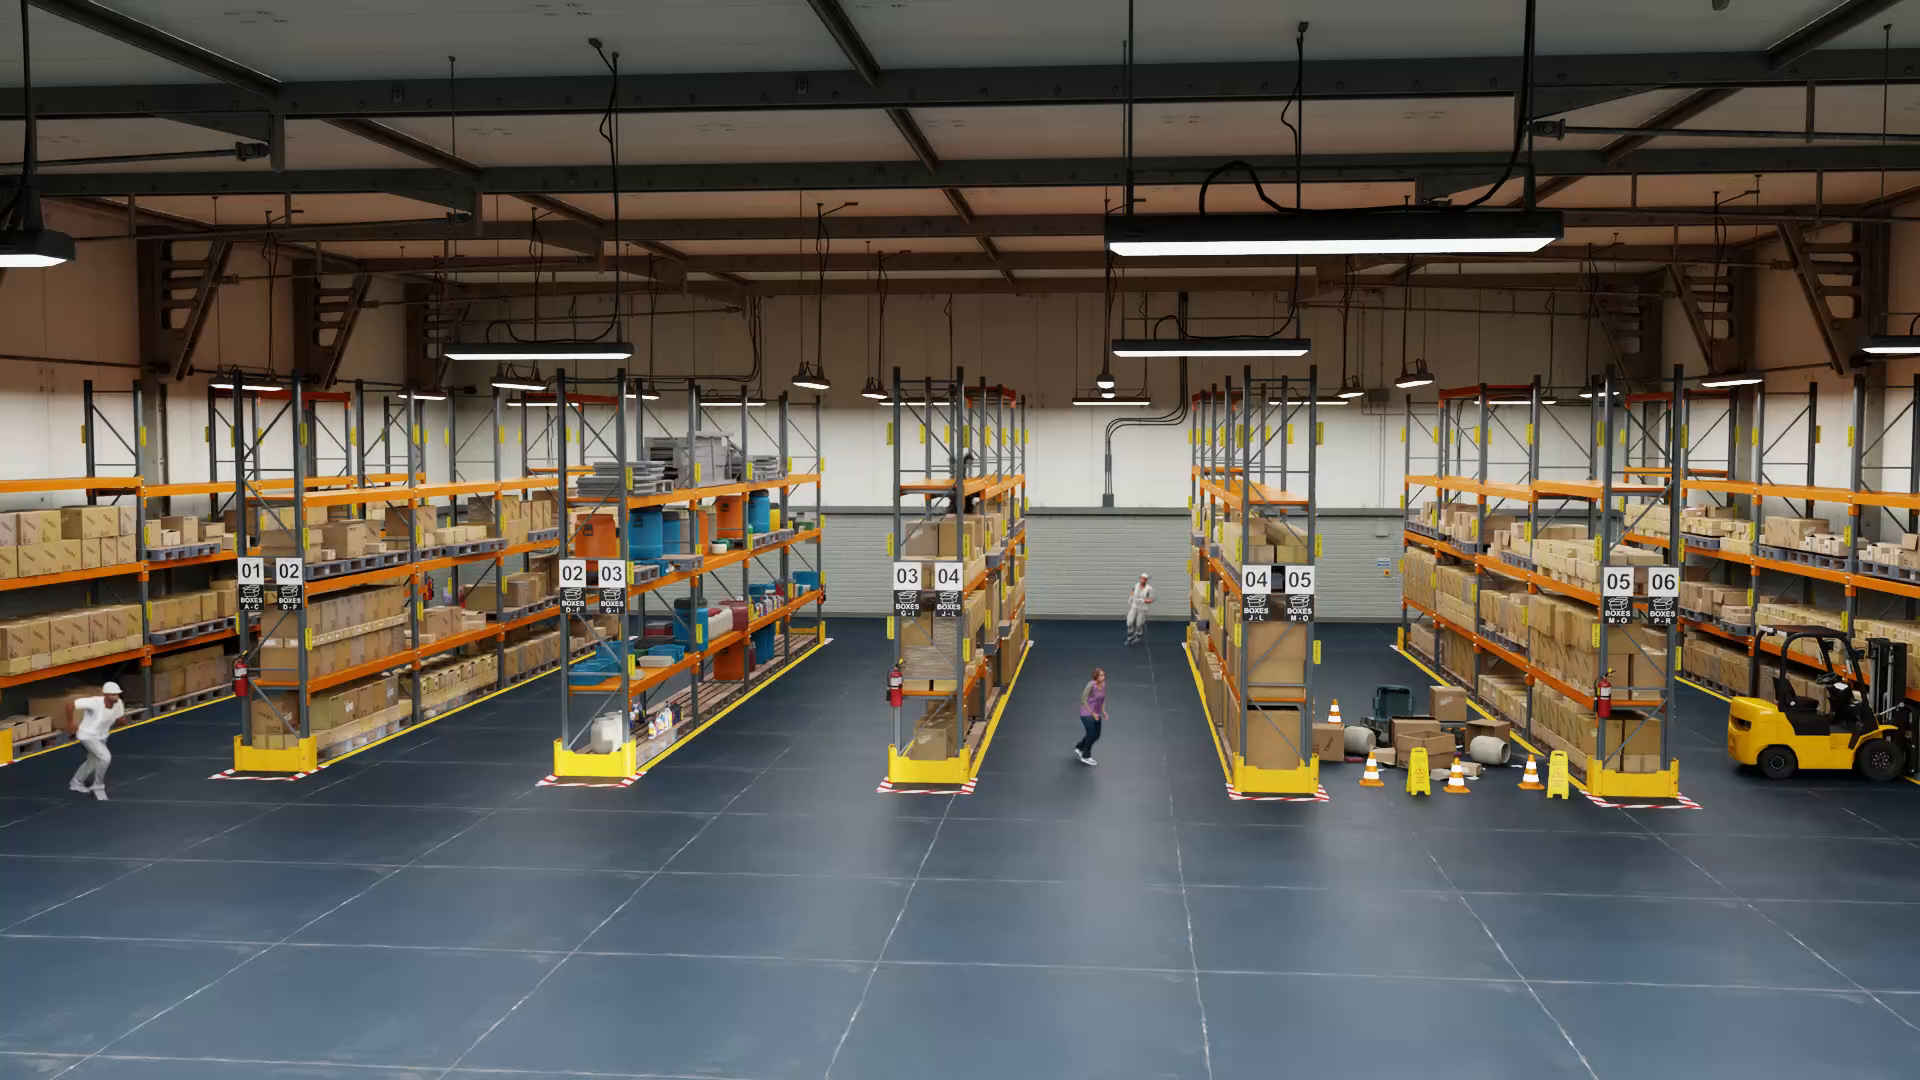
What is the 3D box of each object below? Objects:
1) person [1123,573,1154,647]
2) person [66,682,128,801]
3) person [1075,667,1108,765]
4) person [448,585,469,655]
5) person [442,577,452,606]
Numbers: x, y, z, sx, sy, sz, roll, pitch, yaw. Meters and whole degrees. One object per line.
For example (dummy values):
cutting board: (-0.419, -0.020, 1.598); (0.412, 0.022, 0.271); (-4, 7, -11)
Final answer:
person: (4.287, 1.674, 39.677); (0.744, 1.791, 0.710); (1, 4, 15)
person: (-11.943, 2.781, 22.911); (0.984, 1.686, 0.753); (1, 4, 22)
person: (1.960, 2.671, 25.387); (0.519, 1.525, 0.713); (-3, 5, -43)
person: (-10.925, 1.888, 36.488); (0.611, 1.791, 0.855); (1, 4, 12)
person: (-12.215, 1.724, 39.996); (0.554, 1.636, 0.754); (0, 4, 2)
